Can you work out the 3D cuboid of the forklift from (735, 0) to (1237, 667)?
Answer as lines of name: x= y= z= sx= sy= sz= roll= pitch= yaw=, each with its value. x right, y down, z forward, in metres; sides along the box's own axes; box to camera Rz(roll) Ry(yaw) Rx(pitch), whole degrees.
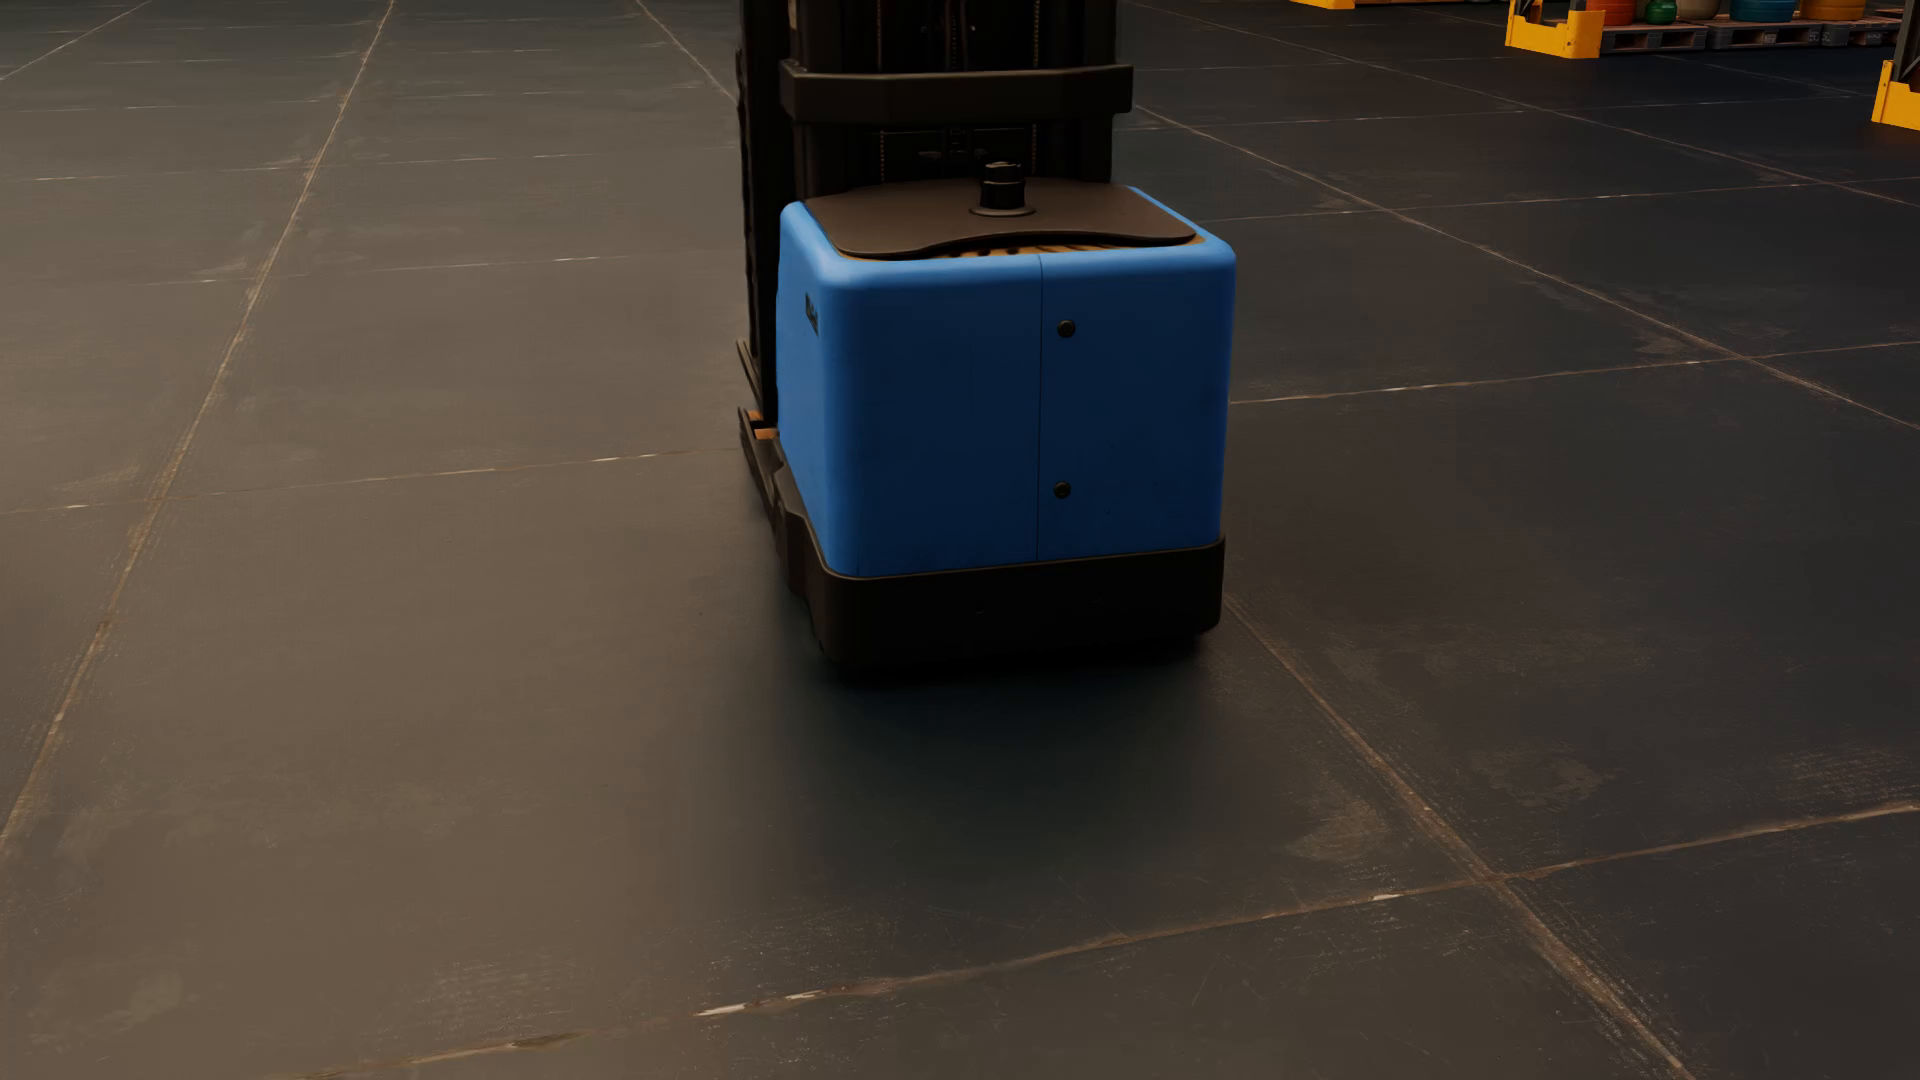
forklift: x=-0.142 y=-1.581 z=5.026 sx=1.130 sy=2.935 sz=3.031 roll=-5 pitch=24 yaw=-12
